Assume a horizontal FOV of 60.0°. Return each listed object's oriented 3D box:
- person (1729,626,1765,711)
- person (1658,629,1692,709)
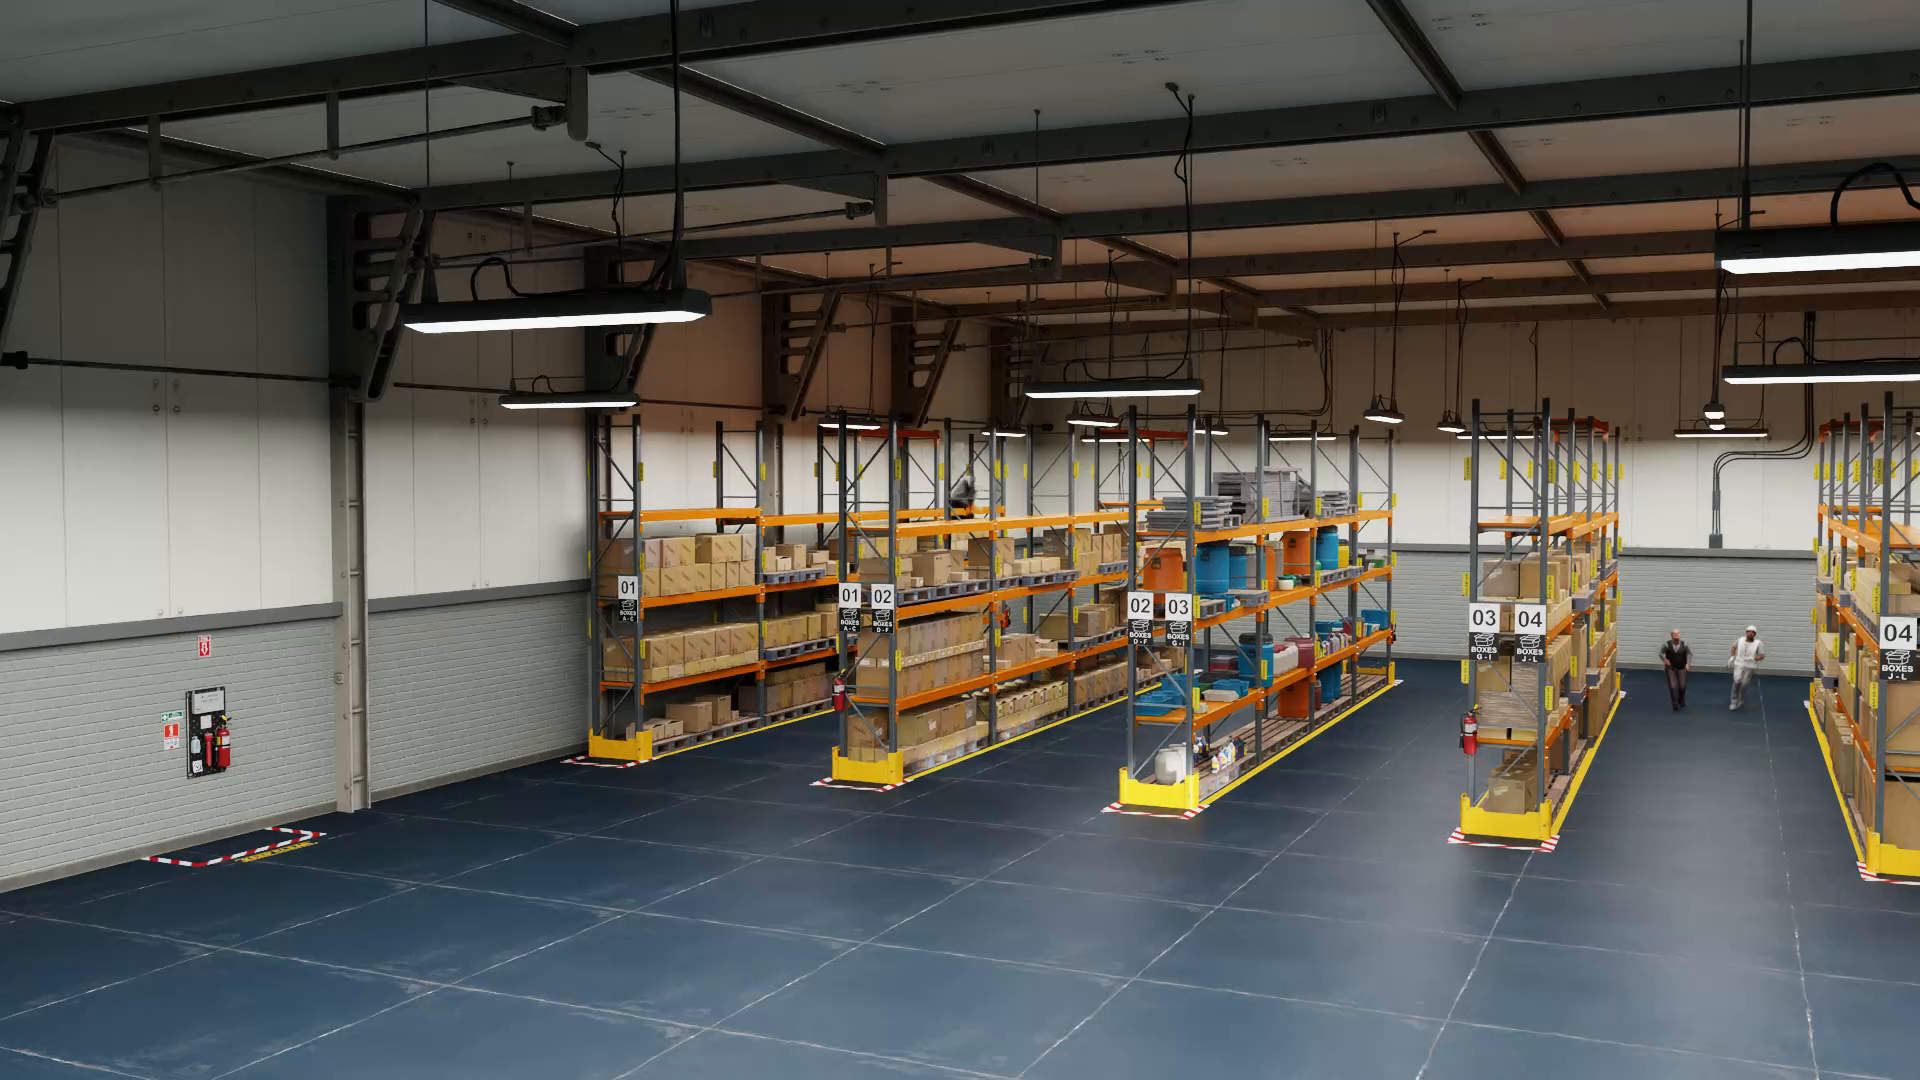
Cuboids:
[{"bbox_3d":[16.506,2.677,34.917,0.701,1.759,0.727,1,3,30],"label":"person"},{"bbox_3d":[15.035,2.722,34.945,0.664,1.688,0.571,1,3,21],"label":"person"}]
